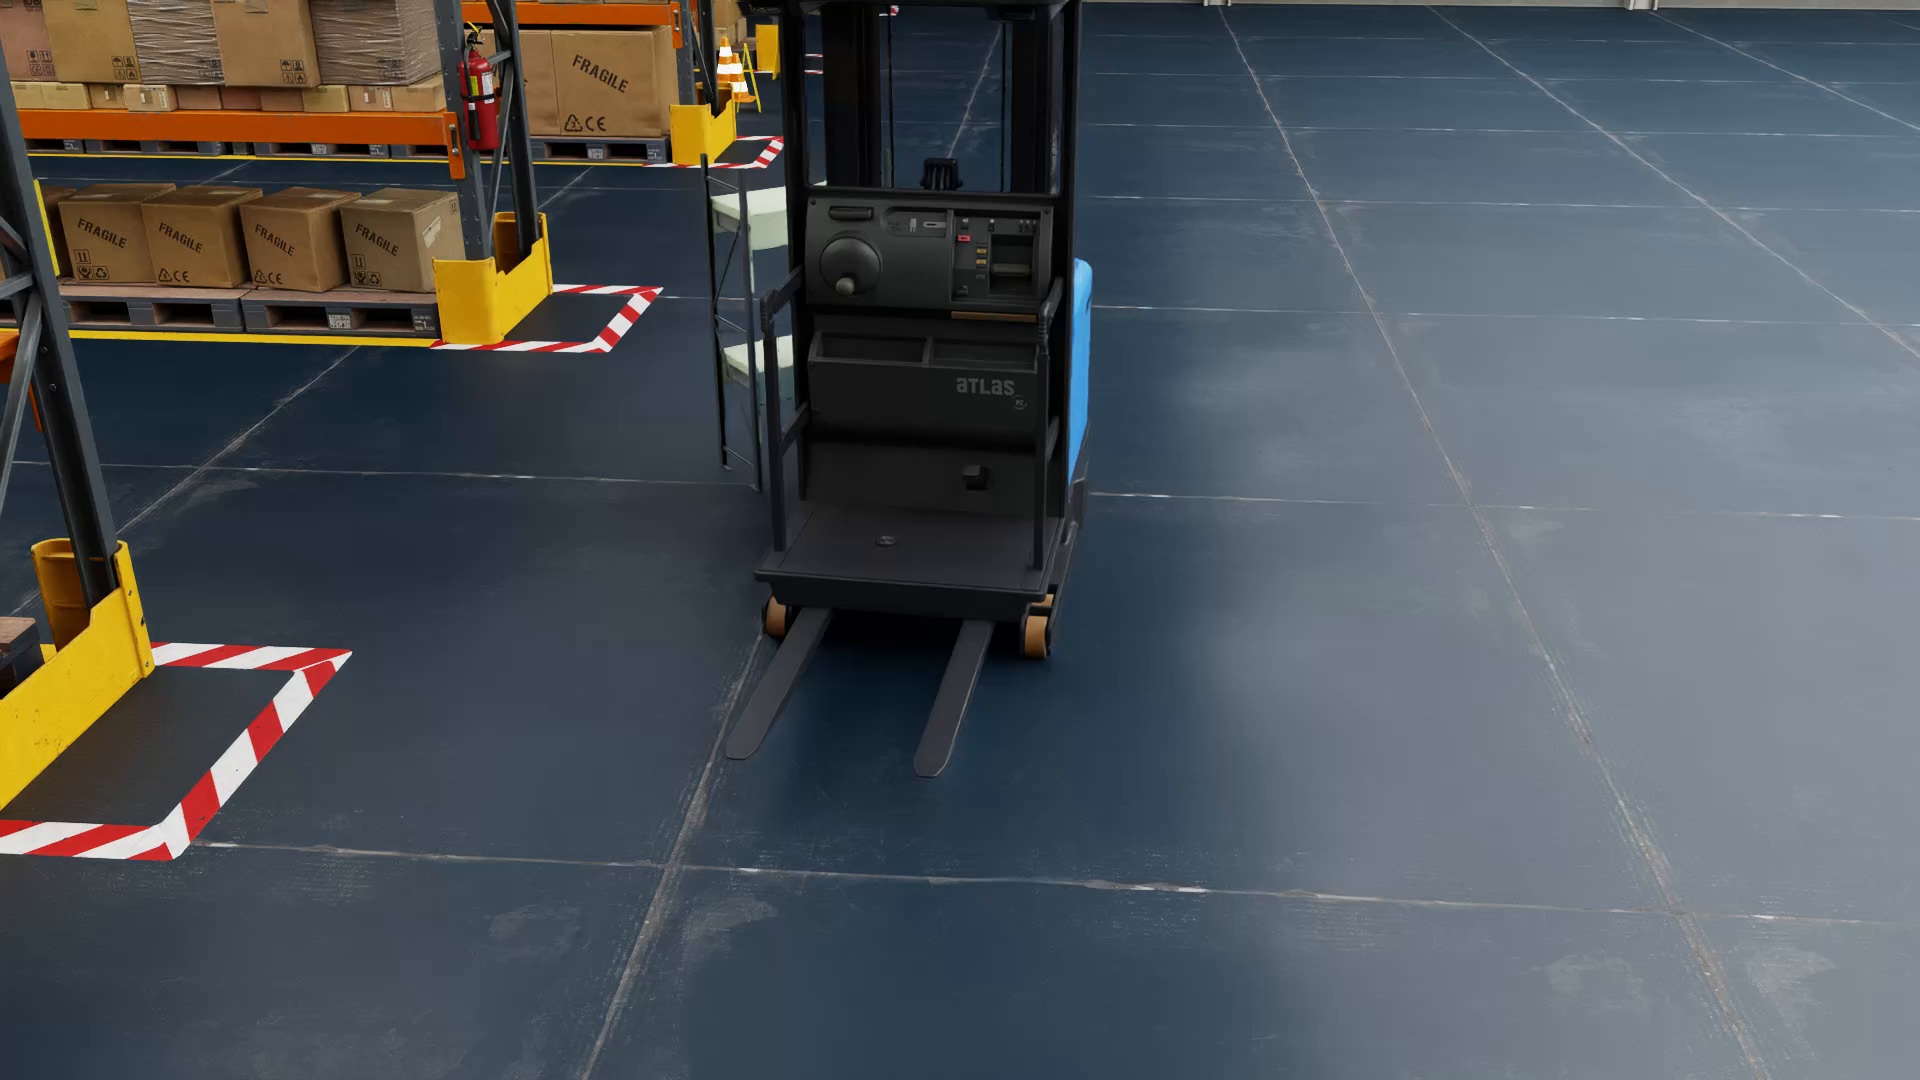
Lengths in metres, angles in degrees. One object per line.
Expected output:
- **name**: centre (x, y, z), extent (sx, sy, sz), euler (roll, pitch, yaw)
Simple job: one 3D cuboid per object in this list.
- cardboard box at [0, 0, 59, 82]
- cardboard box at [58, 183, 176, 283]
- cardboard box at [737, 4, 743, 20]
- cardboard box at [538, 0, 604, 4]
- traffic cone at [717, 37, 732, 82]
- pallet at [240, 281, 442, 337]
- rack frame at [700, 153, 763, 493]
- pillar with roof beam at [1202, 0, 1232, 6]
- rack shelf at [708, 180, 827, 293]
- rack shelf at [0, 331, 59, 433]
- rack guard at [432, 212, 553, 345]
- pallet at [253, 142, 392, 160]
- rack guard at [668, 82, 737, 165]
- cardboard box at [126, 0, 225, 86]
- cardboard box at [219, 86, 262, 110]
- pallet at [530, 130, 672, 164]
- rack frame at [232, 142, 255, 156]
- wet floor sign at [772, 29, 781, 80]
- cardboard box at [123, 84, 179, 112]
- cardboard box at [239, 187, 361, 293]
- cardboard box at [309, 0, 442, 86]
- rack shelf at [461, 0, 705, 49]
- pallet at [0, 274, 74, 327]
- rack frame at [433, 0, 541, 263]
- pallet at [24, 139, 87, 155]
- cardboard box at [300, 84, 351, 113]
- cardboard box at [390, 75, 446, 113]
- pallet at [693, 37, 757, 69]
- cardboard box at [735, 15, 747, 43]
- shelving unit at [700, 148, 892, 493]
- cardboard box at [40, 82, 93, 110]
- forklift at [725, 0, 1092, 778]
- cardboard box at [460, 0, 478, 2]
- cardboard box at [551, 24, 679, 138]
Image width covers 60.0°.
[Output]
- **cardboard box**: centre (-5.302, -3.012, 9.731), extent (0.500, 0.500, 0.875), euler (2, 25, 4)
- **cardboard box**: centre (-5.155, -1.900, 10.278), extent (0.500, 0.500, 0.500), euler (0, 25, -1)
- **cardboard box**: centre (-2.808, -6.302, 19.248), extent (0.500, 0.500, 0.500), euler (1, 25, 2)
- **cardboard box**: centre (-3.203, -4.882, 14.091), extent (0.550, 0.550, 0.875), euler (2, 25, 4)
- **traffic cone**: centre (-2.528, -5.202, 18.002), extent (0.334, 0.463, 0.336), euler (2, 25, 4)
- **pallet**: centre (-3.643, -1.524, 10.311), extent (1.213, 0.211, 1.003), euler (2, 25, 4)
- **rack frame**: centre (-1.038, -0.972, 7.569), extent (0.023, 1.500, 0.400), euler (-16, 29, -30)
- **pillar with roof beam**: centre (3.403, -10.084, 18.400), extent (0.400, 9.000, 9.100), euler (2, 25, 4)
- **rack shelf**: centre (-0.734, -1.412, 7.592), extent (0.720, 0.370, 0.431), euler (-16, 29, -30)
- **rack shelf**: centre (-5.133, -0.421, 5.437), extent (4.000, 0.370, 1.077), euler (2, 25, 4)
- **rack guard**: centre (-2.835, -1.615, 10.162), extent (0.348, 0.500, 1.175), euler (2, 25, 4)
- **pallet**: centre (-5.515, -3.616, 14.857), extent (1.213, 0.211, 1.003), euler (2, 25, 4)
- **rack guard**: centre (-2.255, -3.676, 14.640), extent (0.348, 0.500, 1.175), euler (2, 25, 4)
- **cardboard box**: centre (-4.309, -2.958, 9.614), extent (0.500, 0.500, 0.875), euler (2, 25, 4)
- **cardboard box**: centre (-4.056, -2.592, 9.594), extent (0.250, 0.149, 0.380), euler (2, 25, 4)
- **pallet**: centre (-3.082, -3.538, 14.687), extent (1.213, 0.211, 1.003), euler (2, 25, 4)
- **rack frame**: centre (-6.267, -4.940, 14.398), extent (0.127, 3.000, 1.000), euler (2, 25, 4)
- **wet floor sign**: centre (-1.893, -5.357, 18.120), extent (0.232, 0.644, 0.267), euler (11, 27, 22)
- **cardboard box**: centre (-4.563, -2.561, 9.528), extent (0.250, 0.149, 0.380), euler (2, 25, 4)
- **cardboard box**: centre (-3.980, -1.835, 10.138), extent (0.500, 0.500, 0.500), euler (8, 26, 18)
- **cardboard box**: centre (-3.306, -2.958, 9.614), extent (0.500, 0.500, 0.875), euler (2, 25, 4)
- **rack shelf**: centre (-4.273, -4.549, 14.409), extent (4.000, 0.370, 1.077), euler (2, 25, 4)
- **pallet**: centre (-6.076, -1.603, 10.480), extent (1.213, 0.211, 1.003), euler (2, 25, 4)
- **rack frame**: centre (-2.760, -2.748, 9.634), extent (0.127, 3.000, 1.000), euler (2, 25, 4)
- **pallet**: centre (-8.262, -3.705, 15.048), extent (1.213, 0.211, 1.003), euler (2, 25, 4)
- **cardboard box**: centre (-3.562, -2.552, 9.508), extent (0.250, 0.149, 0.380), euler (2, 25, 4)
- **cardboard box**: centre (-3.060, -2.557, 9.519), extent (0.250, 0.149, 0.380), euler (2, 25, 4)
- **pallet**: centre (-2.884, -5.655, 19.287), extent (1.213, 0.211, 1.003), euler (2, 25, 4)
- **cardboard box**: centre (-2.784, -5.961, 19.404), extent (0.500, 0.250, 0.500), euler (2, 25, 4)
- **shelving unit**: centre (-0.734, -1.058, 7.755), extent (0.755, 1.500, 0.431), euler (-16, 29, -30)
- **cardboard box**: centre (-5.060, -2.587, 9.585), extent (0.250, 0.149, 0.380), euler (2, 25, 4)
- **forklift**: centre (-0.152, -1.045, 6.015), extent (1.130, 2.935, 3.031), euler (4, 25, 9)
- **cardboard box**: centre (-4.283, -4.952, 14.243), extent (0.500, 0.550, 0.875), euler (2, 25, 4)
- **cardboard box**: centre (-2.960, -4.032, 14.463), extent (0.875, 0.875, 0.875), euler (2, 25, 4)
